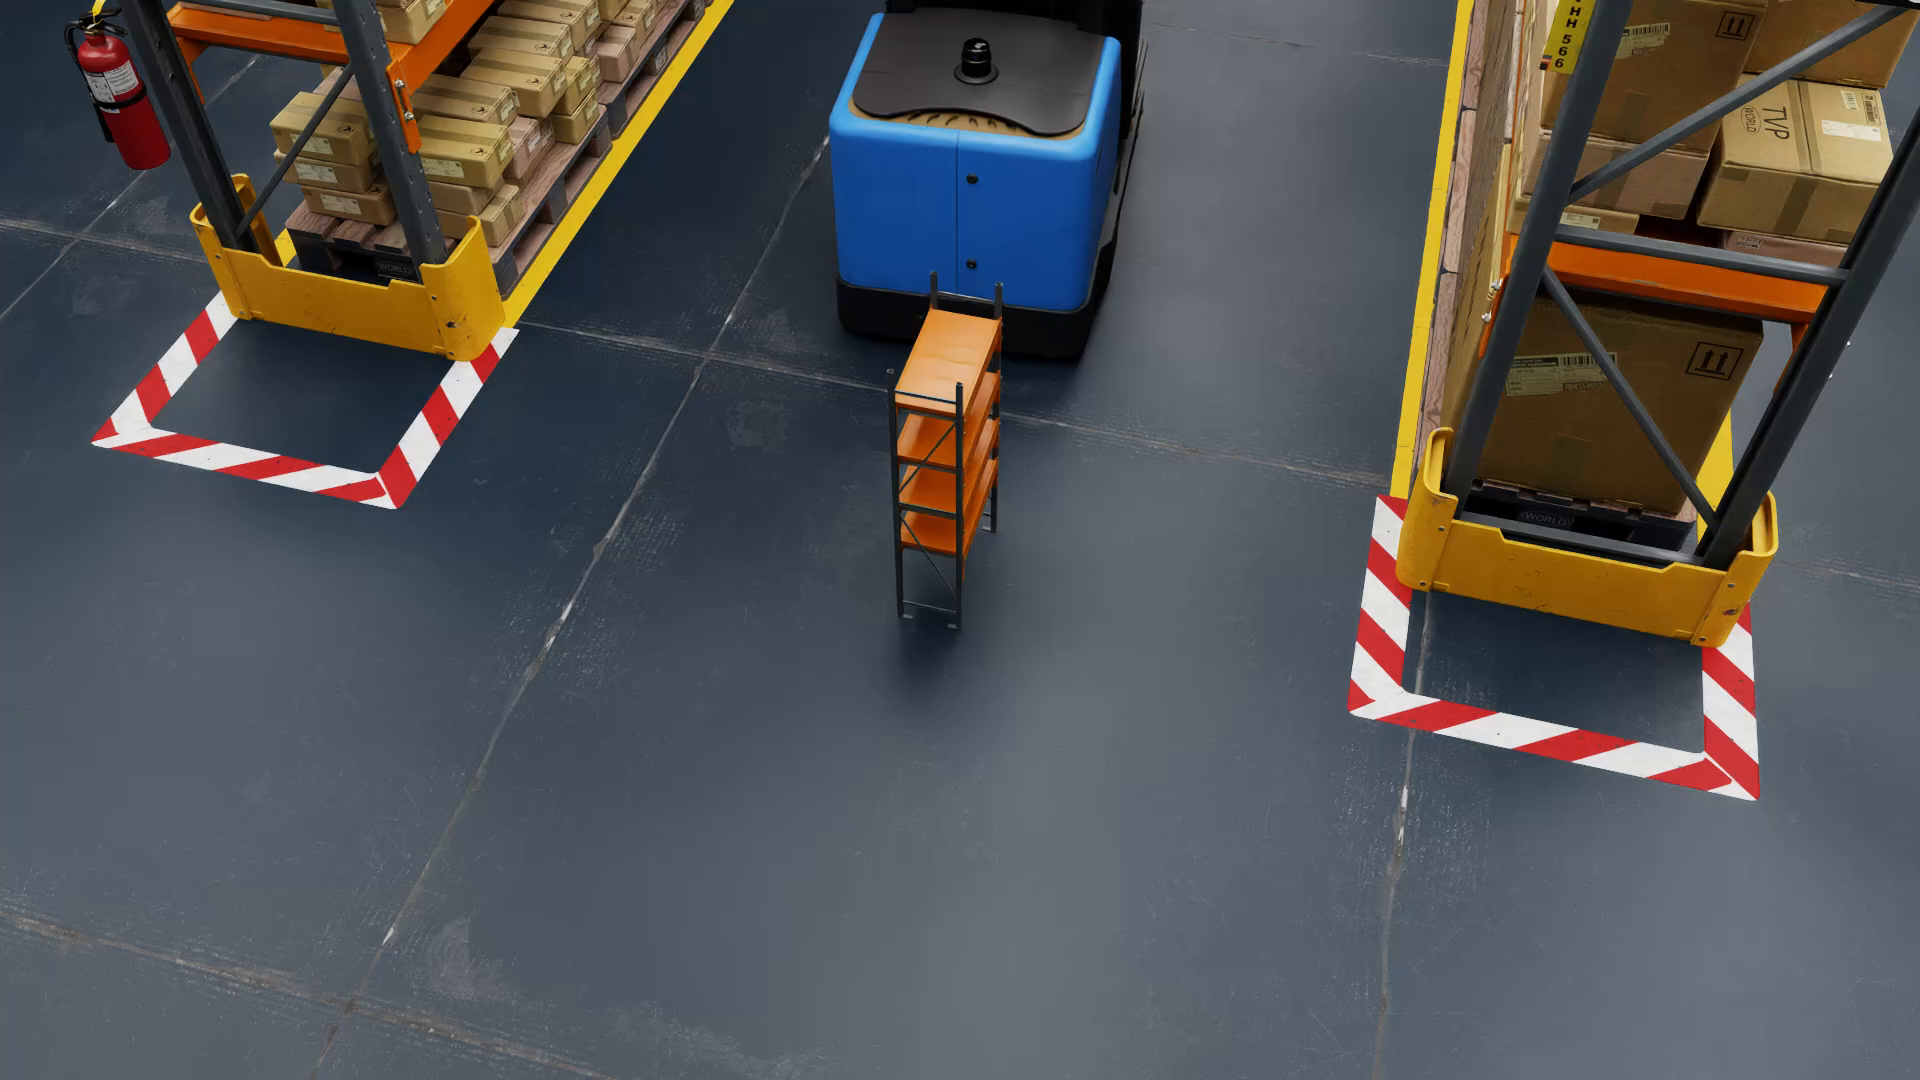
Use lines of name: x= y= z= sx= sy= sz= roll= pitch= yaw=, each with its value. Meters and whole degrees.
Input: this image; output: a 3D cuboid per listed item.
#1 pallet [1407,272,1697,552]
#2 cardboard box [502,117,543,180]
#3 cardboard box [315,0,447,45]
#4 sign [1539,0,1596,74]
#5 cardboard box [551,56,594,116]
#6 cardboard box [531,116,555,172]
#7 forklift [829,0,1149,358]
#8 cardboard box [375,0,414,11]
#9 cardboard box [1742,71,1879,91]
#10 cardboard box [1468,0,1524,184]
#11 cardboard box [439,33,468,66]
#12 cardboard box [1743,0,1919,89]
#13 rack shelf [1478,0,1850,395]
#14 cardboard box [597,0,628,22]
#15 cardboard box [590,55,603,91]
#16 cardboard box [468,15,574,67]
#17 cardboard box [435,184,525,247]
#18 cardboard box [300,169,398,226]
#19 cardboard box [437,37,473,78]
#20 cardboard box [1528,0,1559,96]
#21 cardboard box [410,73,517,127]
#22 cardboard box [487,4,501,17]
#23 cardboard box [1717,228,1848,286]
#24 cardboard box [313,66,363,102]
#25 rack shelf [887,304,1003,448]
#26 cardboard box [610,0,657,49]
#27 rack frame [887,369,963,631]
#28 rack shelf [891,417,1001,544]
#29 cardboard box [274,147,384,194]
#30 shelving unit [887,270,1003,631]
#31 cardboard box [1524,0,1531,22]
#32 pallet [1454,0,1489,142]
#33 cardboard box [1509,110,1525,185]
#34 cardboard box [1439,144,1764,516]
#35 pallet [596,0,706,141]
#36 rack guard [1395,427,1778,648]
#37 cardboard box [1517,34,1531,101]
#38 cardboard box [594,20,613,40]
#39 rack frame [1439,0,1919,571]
pallet: x=2.344 y=-0.525 z=6.572 sx=1.003 sy=0.211 sz=1.213 roll=12 pitch=50 yaw=10
cardboard box: x=-2.038 y=-1.715 z=7.186 sx=0.380 sy=0.149 sz=0.250 roll=11 pitch=50 yaw=10
cardboard box: x=-2.148 y=-1.992 z=6.175 sx=0.380 sy=0.149 sz=0.250 roll=11 pitch=50 yaw=10
sign: x=1.689 y=-1.432 z=4.583 sx=0.100 sy=0.325 sz=0.005 roll=12 pitch=50 yaw=10
cardboard box: x=-1.886 y=-2.073 z=7.502 sx=0.380 sy=0.149 sz=0.250 roll=13 pitch=50 yaw=11
cardboard box: x=-2.054 y=-1.803 z=7.462 sx=0.380 sy=0.149 sz=0.250 roll=12 pitch=50 yaw=10
forklift: x=0.272 y=-2.843 z=6.804 sx=1.130 sy=2.935 sz=3.031 roll=8 pitch=49 yaw=7
cardboard box: x=-2.165 y=-2.307 z=6.020 sx=0.500 sy=0.500 sz=0.500 roll=14 pitch=50 yaw=12
cardboard box: x=2.726 y=-1.574 z=5.540 sx=0.500 sy=0.250 sz=0.500 roll=11 pitch=49 yaw=10
cardboard box: x=2.774 y=-2.070 z=7.213 sx=0.875 sy=0.875 sz=0.875 roll=12 pitch=50 yaw=10
cardboard box: x=-2.459 y=-2.288 z=7.494 sx=0.380 sy=0.149 sz=0.250 roll=10 pitch=49 yaw=9
cardboard box: x=2.727 y=-1.806 z=5.245 sx=0.500 sy=0.500 sz=0.500 roll=10 pitch=49 yaw=9
rack shelf: x=2.735 y=-2.062 z=6.549 sx=1.077 sy=0.370 sz=4.000 roll=12 pitch=50 yaw=10
cardboard box: x=-1.757 y=-2.566 z=7.738 sx=0.380 sy=0.149 sz=0.250 roll=12 pitch=50 yaw=11
cardboard box: x=-1.906 y=-2.170 z=7.786 sx=0.380 sy=0.149 sz=0.250 roll=12 pitch=50 yaw=10
cardboard box: x=-1.952 y=-2.186 z=7.403 sx=0.380 sy=0.149 sz=0.250 roll=9 pitch=49 yaw=8
cardboard box: x=-2.103 y=-1.417 z=7.121 sx=0.380 sy=0.149 sz=0.250 roll=12 pitch=50 yaw=11
cardboard box: x=-2.613 y=-1.523 z=7.215 sx=0.380 sy=0.149 sz=0.250 roll=12 pitch=50 yaw=11
cardboard box: x=-2.381 y=-2.188 z=7.603 sx=0.380 sy=0.149 sz=0.250 roll=11 pitch=49 yaw=10
cardboard box: x=2.214 y=-1.672 z=5.627 sx=0.500 sy=0.250 sz=0.500 roll=11 pitch=49 yaw=9
cardboard box: x=-2.128 y=-1.833 z=7.092 sx=0.380 sy=0.149 sz=0.250 roll=12 pitch=50 yaw=11
cardboard box: x=-2.342 y=-2.573 z=7.943 sx=0.380 sy=0.149 sz=0.250 roll=14 pitch=50 yaw=12
cardboard box: x=2.620 y=-0.962 z=5.266 sx=0.380 sy=0.149 sz=0.250 roll=12 pitch=50 yaw=10
cardboard box: x=-2.533 y=-1.901 z=7.152 sx=0.380 sy=0.149 sz=0.250 roll=12 pitch=50 yaw=11
rack shelf: x=-0.044 y=-0.537 z=5.400 sx=0.258 sy=0.148 sz=0.480 roll=12 pitch=50 yaw=10
cardboard box: x=-1.709 y=-2.538 z=8.111 sx=0.380 sy=0.149 sz=0.250 roll=12 pitch=50 yaw=10
rack frame: x=-0.108 y=-0.101 z=5.539 sx=0.240 sy=1.200 sz=0.015 roll=12 pitch=50 yaw=10
rack shelf: x=-0.044 y=-0.233 z=5.745 sx=0.258 sy=0.148 sz=0.480 roll=12 pitch=50 yaw=10
cardboard box: x=-2.686 y=-1.638 z=7.118 sx=0.380 sy=0.149 sz=0.250 roll=10 pitch=49 yaw=9
shelving unit: x=-0.044 y=-0.277 z=5.694 sx=0.258 sy=1.200 sz=0.503 roll=12 pitch=50 yaw=10
cardboard box: x=2.320 y=-2.020 z=6.199 sx=0.380 sy=0.149 sz=0.250 roll=12 pitch=50 yaw=10
pallet: x=2.986 y=-2.290 z=8.130 sx=1.003 sy=0.211 sz=1.213 roll=12 pitch=50 yaw=10
cardboard box: x=2.051 y=-1.281 z=5.548 sx=0.380 sy=0.149 sz=0.250 roll=12 pitch=50 yaw=10
cardboard box: x=2.300 y=-0.768 z=6.064 sx=0.875 sy=0.875 sz=0.875 roll=12 pitch=50 yaw=10
pallet: x=-1.959 y=-2.498 z=8.314 sx=1.003 sy=0.211 sz=1.213 roll=12 pitch=50 yaw=10
rack guard: x=2.202 y=-0.009 z=5.925 sx=1.175 sy=0.500 sz=0.348 roll=12 pitch=50 yaw=10
cardboard box: x=2.186 y=-1.644 z=5.868 sx=0.380 sy=0.149 sz=0.250 roll=12 pitch=50 yaw=11
cardboard box: x=-1.877 y=-2.488 z=7.869 sx=0.380 sy=0.149 sz=0.250 roll=14 pitch=50 yaw=12
rack frame: x=2.209 y=-0.854 z=5.003 sx=1.000 sy=3.000 sz=0.127 roll=12 pitch=50 yaw=10
